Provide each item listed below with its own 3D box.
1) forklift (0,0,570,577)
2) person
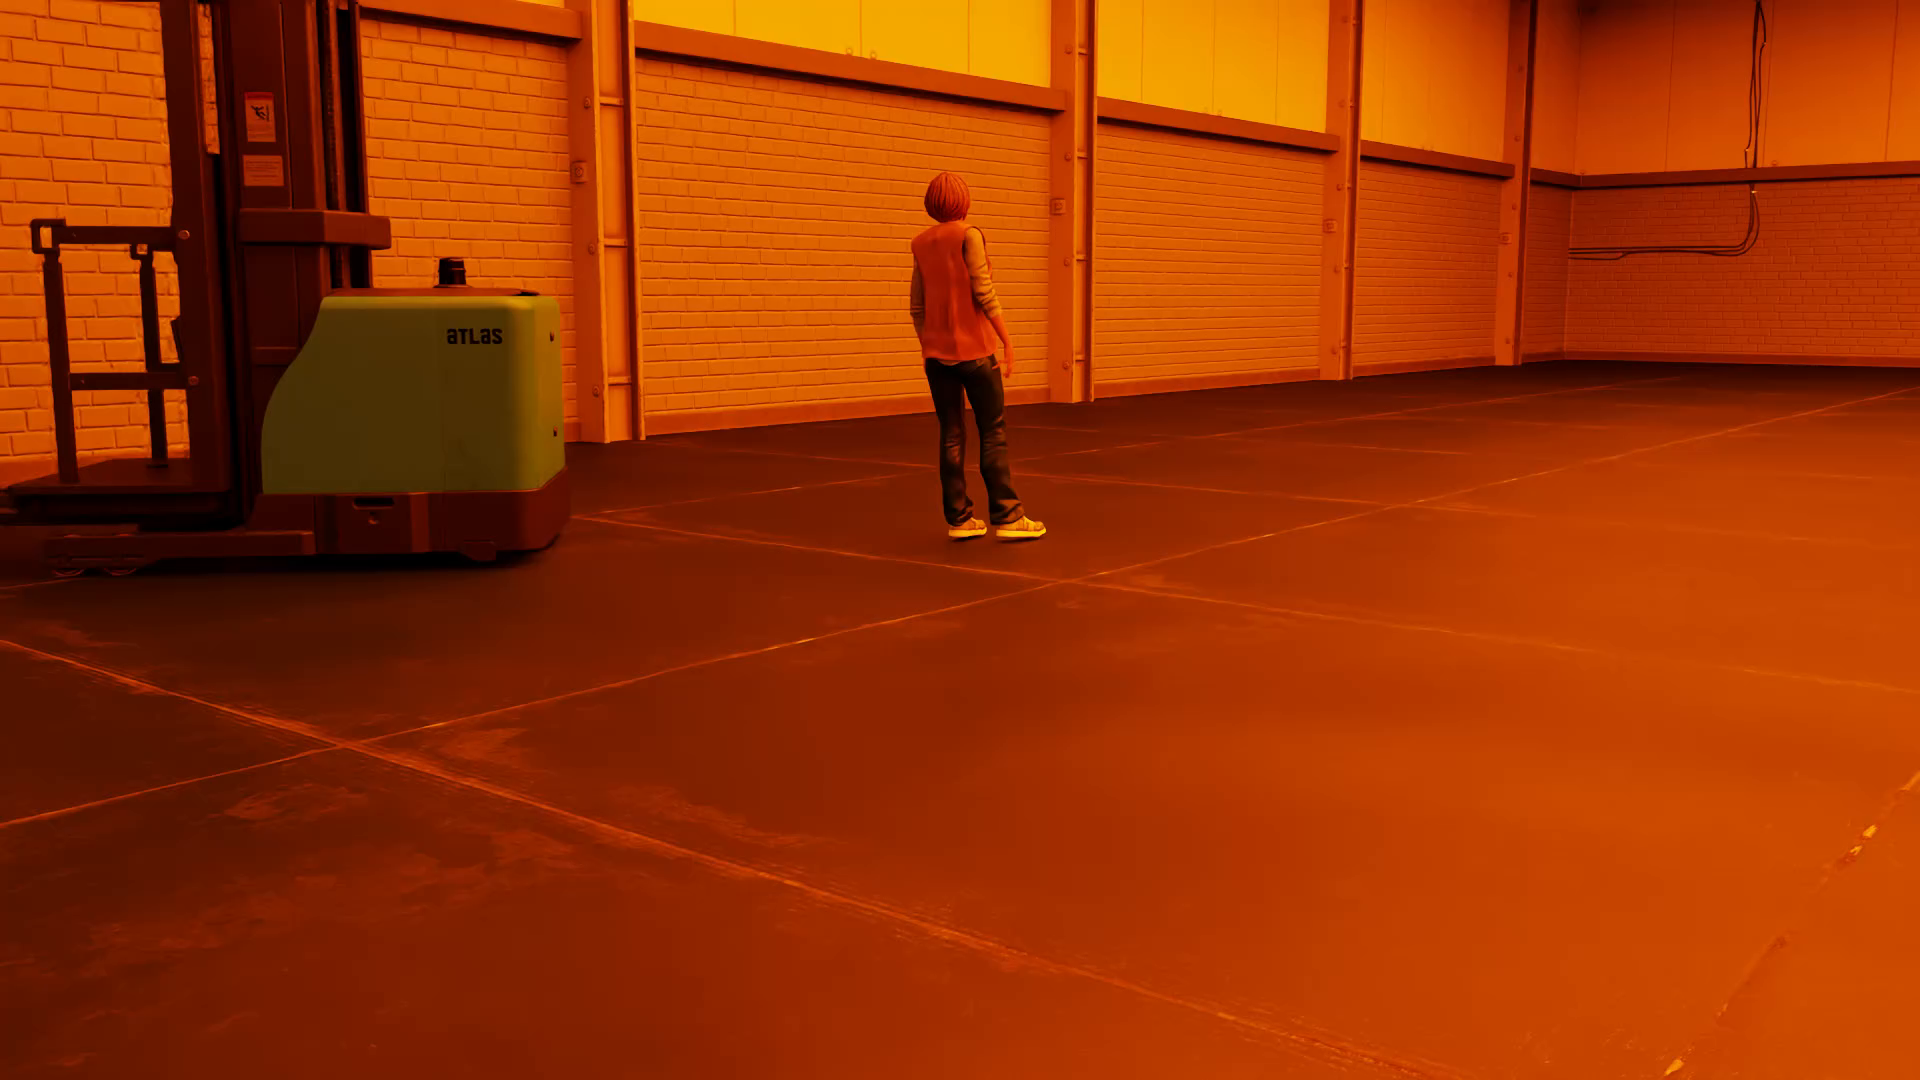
[{"bbox_3d":[-3.229,-1.388,6.766,3.031,2.935,1.130,-1,8,-7],"label":"forklift"},{"bbox_3d":[0.058,-0.804,7.337,0.521,1.599,0.473,7,11,38],"label":"person"}]
